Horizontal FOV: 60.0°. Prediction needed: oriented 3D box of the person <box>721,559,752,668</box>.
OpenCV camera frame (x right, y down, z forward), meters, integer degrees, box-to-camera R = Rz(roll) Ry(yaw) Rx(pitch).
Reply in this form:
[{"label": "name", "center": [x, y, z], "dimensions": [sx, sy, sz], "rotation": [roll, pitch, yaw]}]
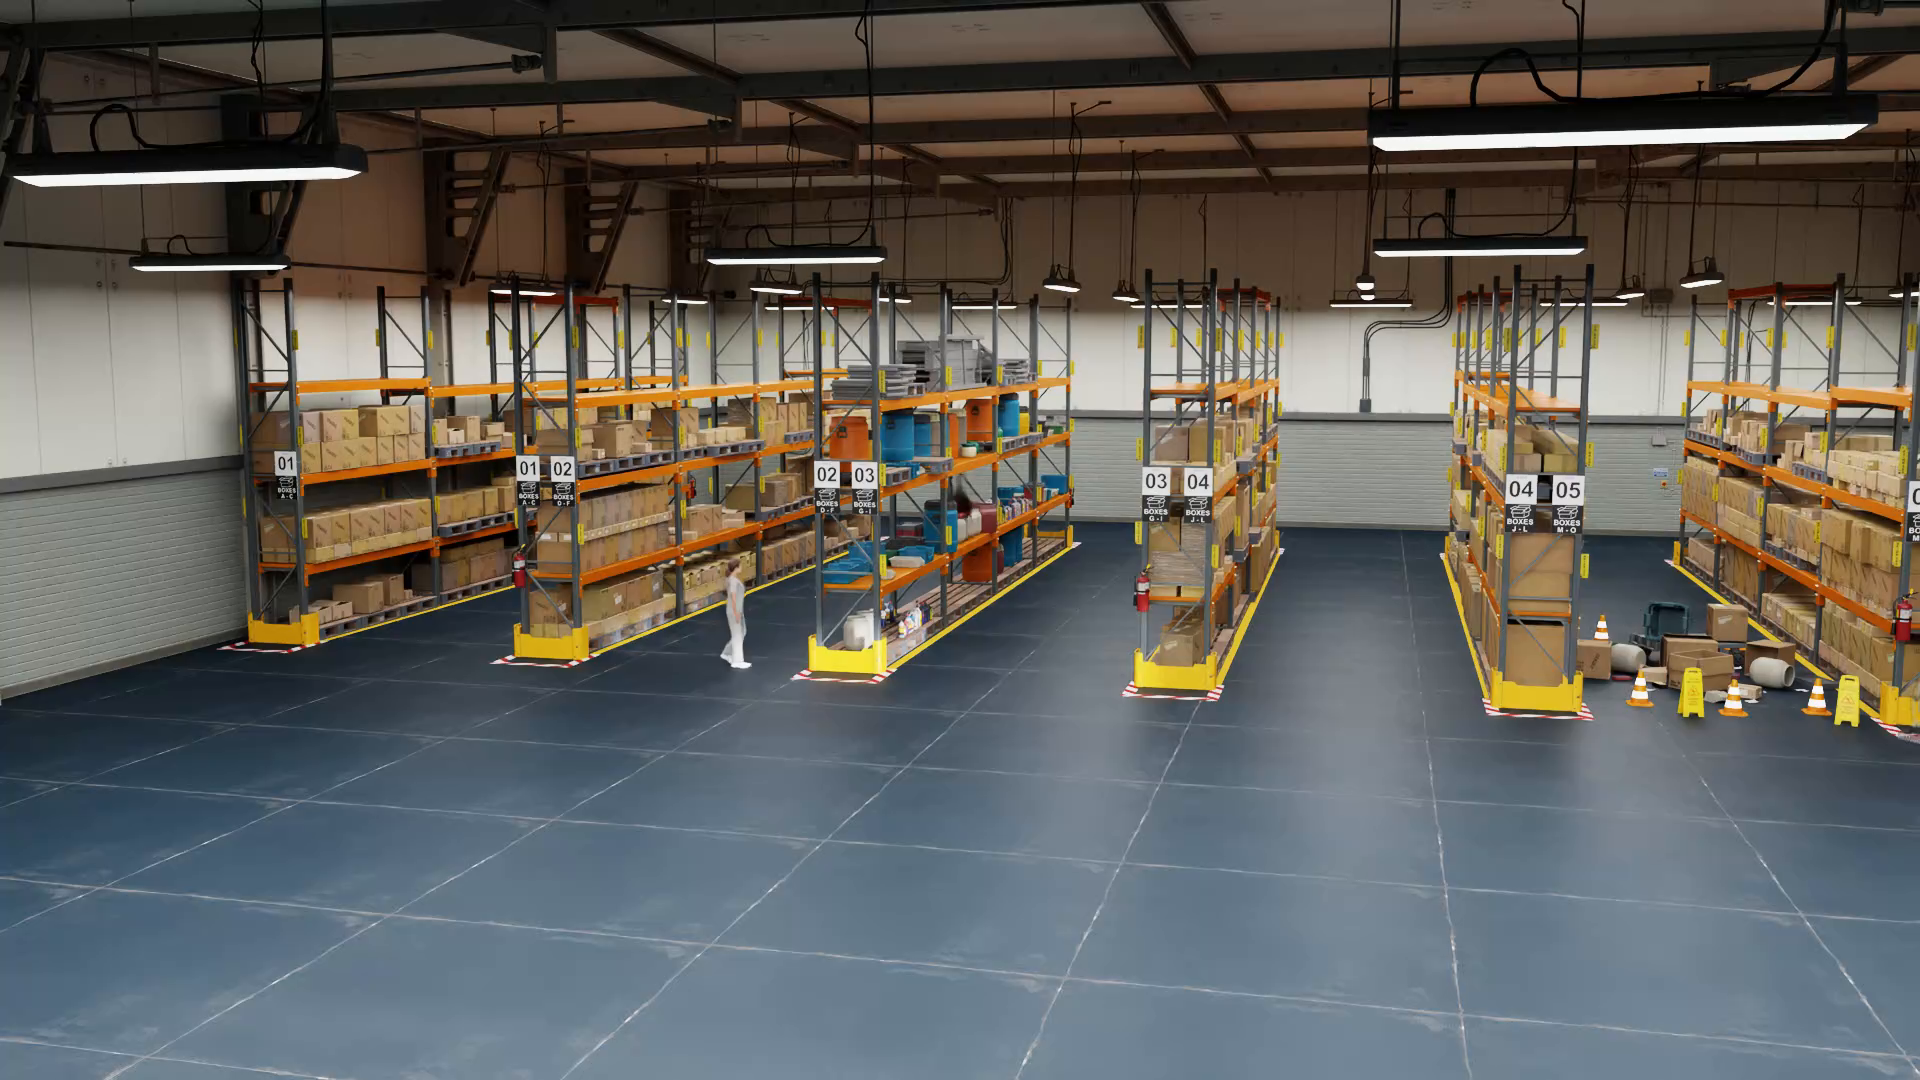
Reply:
[{"label": "person", "center": [-3.462, 1.128, 25.592], "dimensions": [0.500, 1.666, 0.510], "rotation": [0, 7, -3]}]
